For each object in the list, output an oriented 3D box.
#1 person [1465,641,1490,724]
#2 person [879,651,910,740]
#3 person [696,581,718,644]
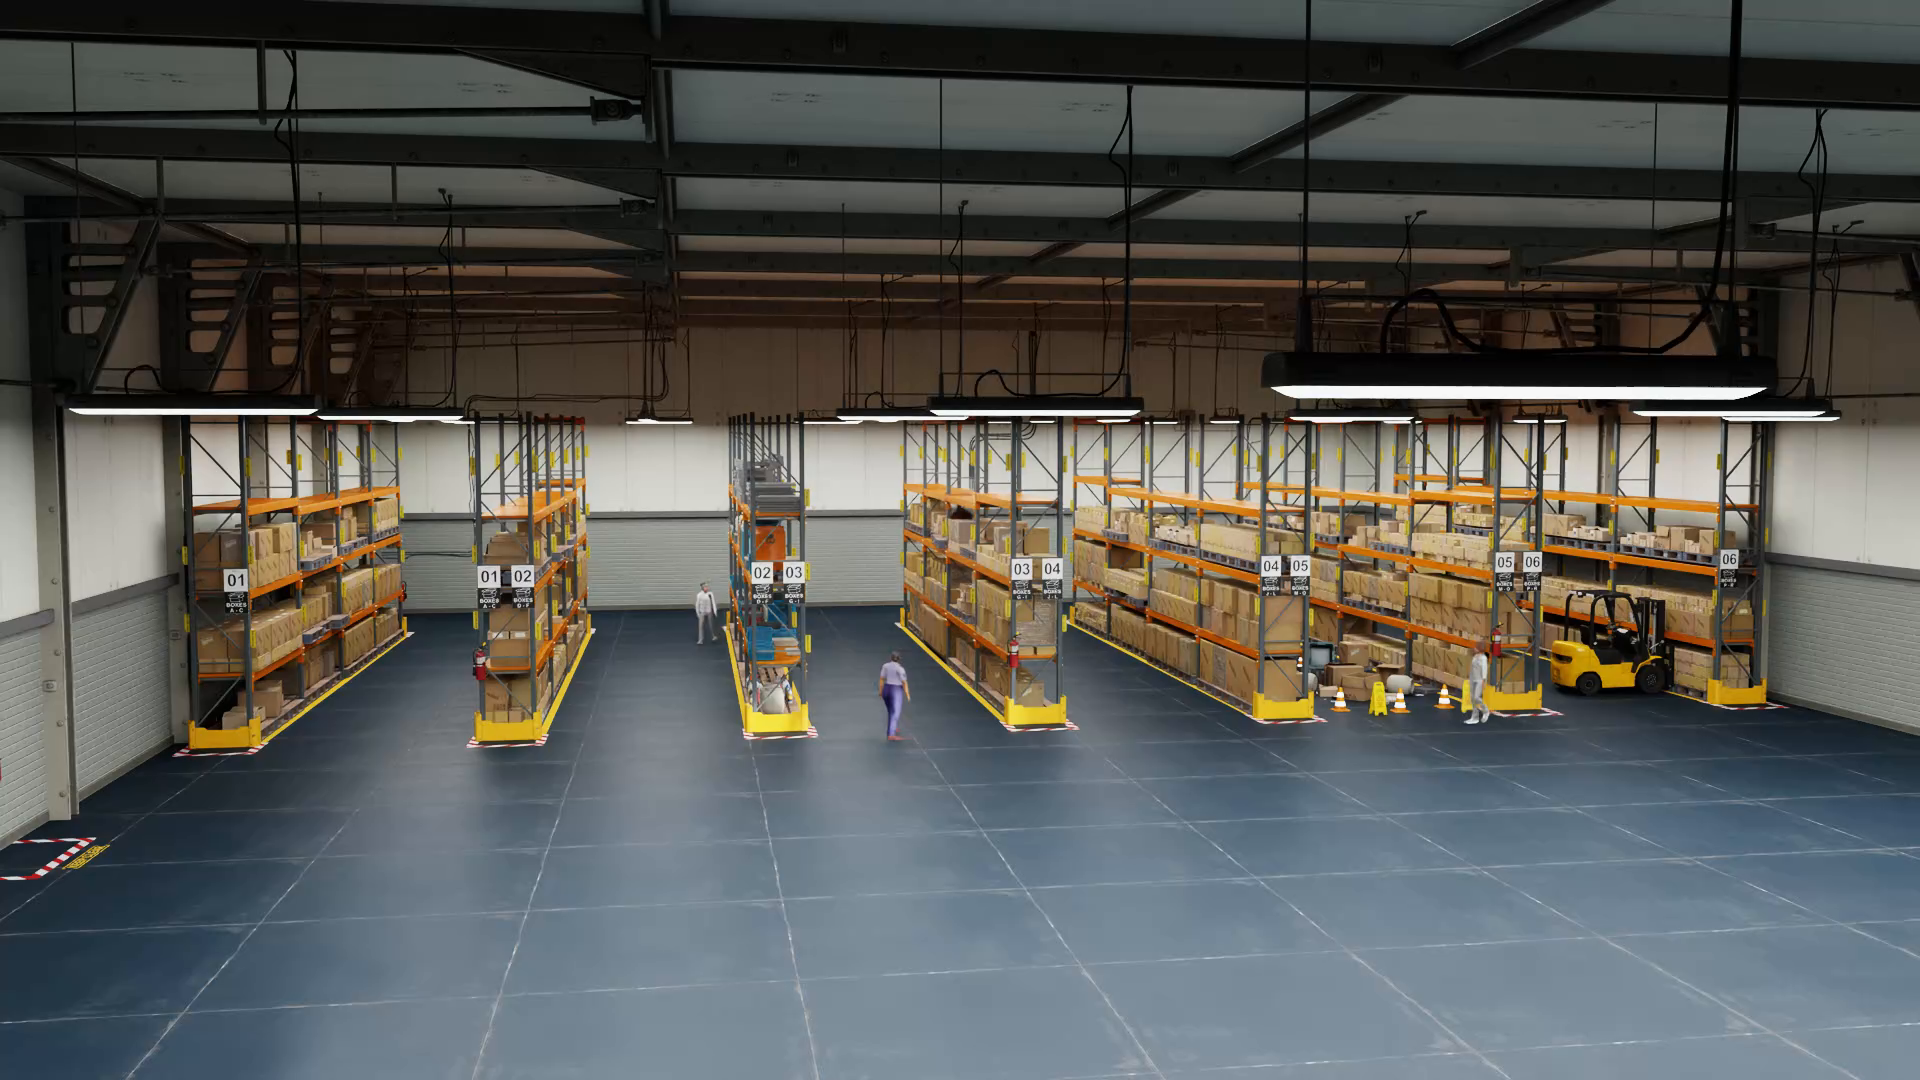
[{"bbox_3d":[9.962,2.739,31.940,0.437,1.594,0.445,-2,4,-29],"label":"person"},{"bbox_3d":[-1.194,2.832,30.654,0.699,1.606,0.814,3,5,42],"label":"person"},{"bbox_3d":[-6.683,1.912,43.938,0.612,1.636,0.987,1,4,12],"label":"person"}]
